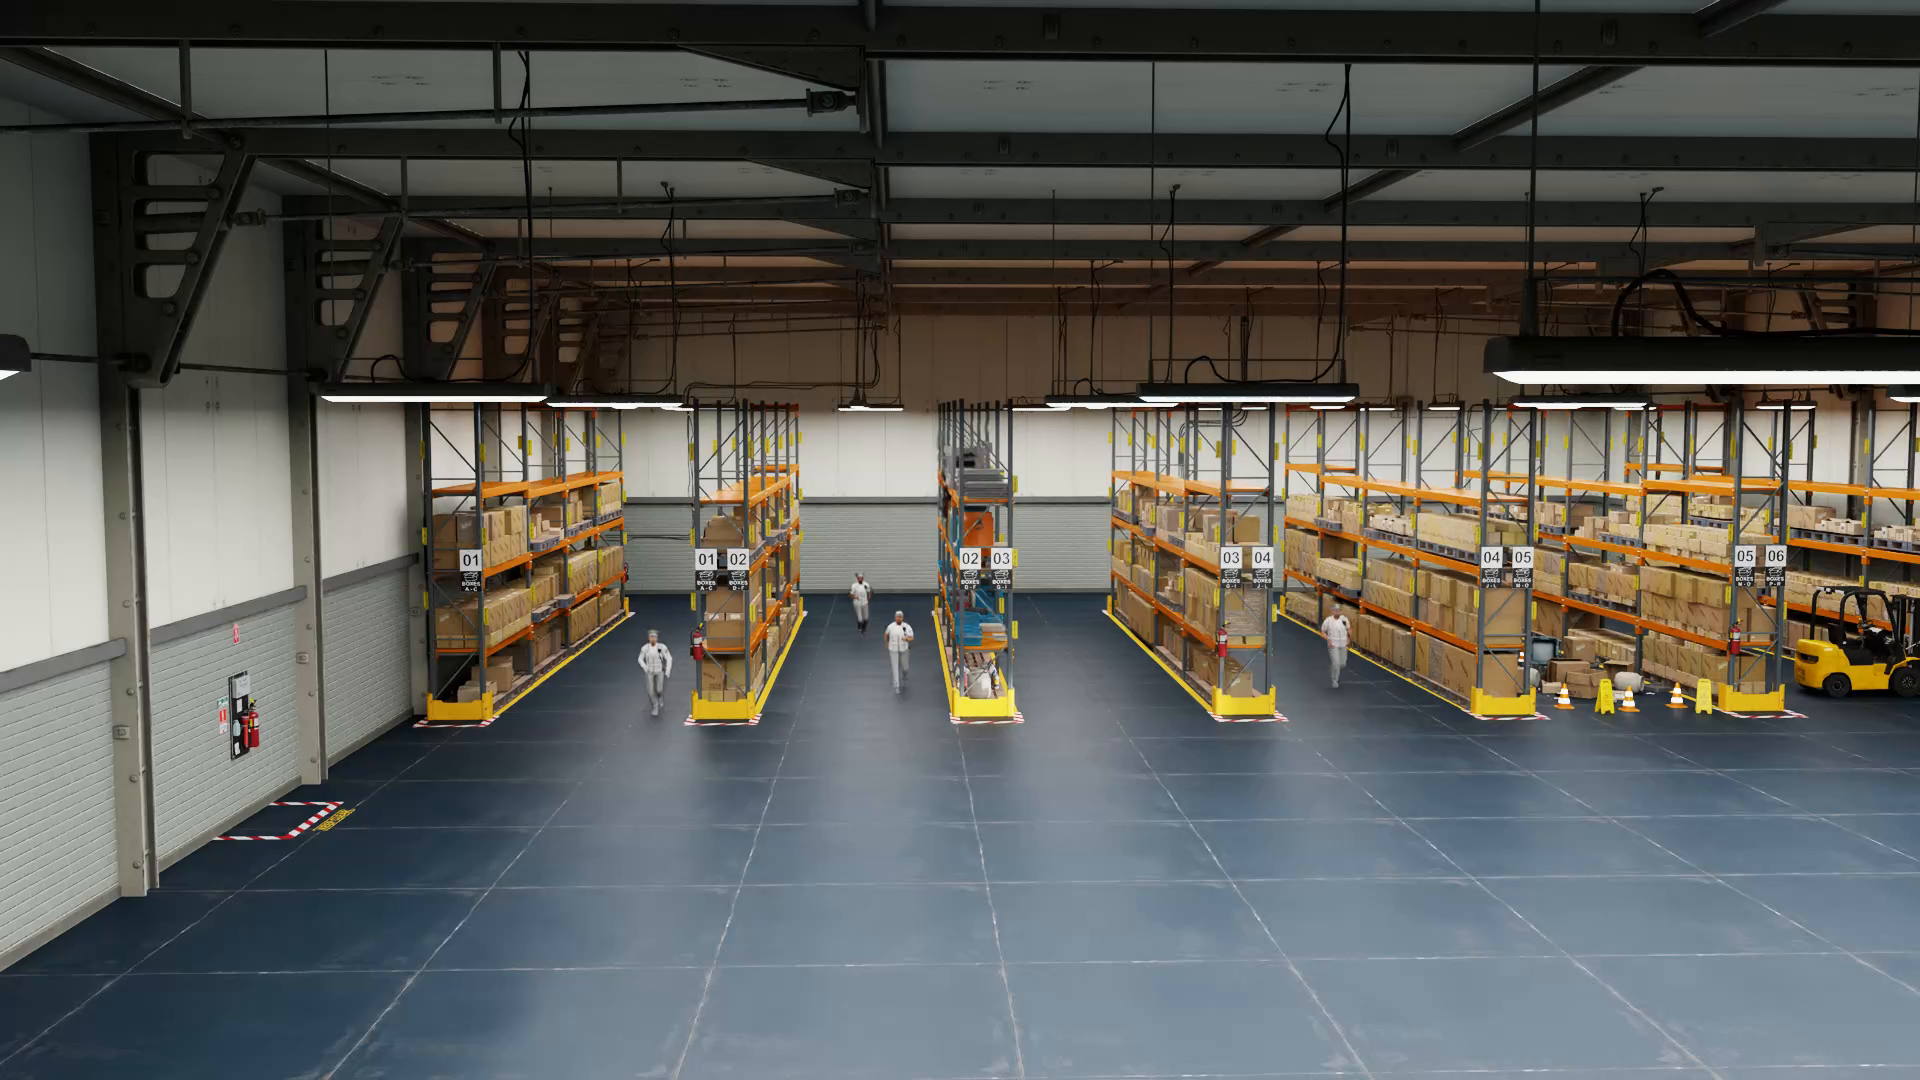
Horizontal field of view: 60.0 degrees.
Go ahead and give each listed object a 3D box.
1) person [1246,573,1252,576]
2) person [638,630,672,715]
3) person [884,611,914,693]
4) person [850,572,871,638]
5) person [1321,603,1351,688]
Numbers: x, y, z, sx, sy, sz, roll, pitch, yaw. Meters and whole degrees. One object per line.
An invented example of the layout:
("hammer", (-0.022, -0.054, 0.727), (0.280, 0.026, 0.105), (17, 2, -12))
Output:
("person", (8.017, 1.345, 47.343), (0.697, 1.600, 0.491), (2, 5, 24))
("person", (-5.804, 2.514, 31.596), (0.628, 1.642, 0.558), (0, 4, -4))
("person", (-1.256, 2.284, 34.261), (0.615, 1.643, 0.899), (0, 4, -2))
("person", (-2.442, 1.623, 41.278), (0.562, 1.663, 0.586), (-1, 4, -12))
("person", (7.925, 2.197, 35.063), (0.665, 1.770, 0.673), (0, 4, -5))
